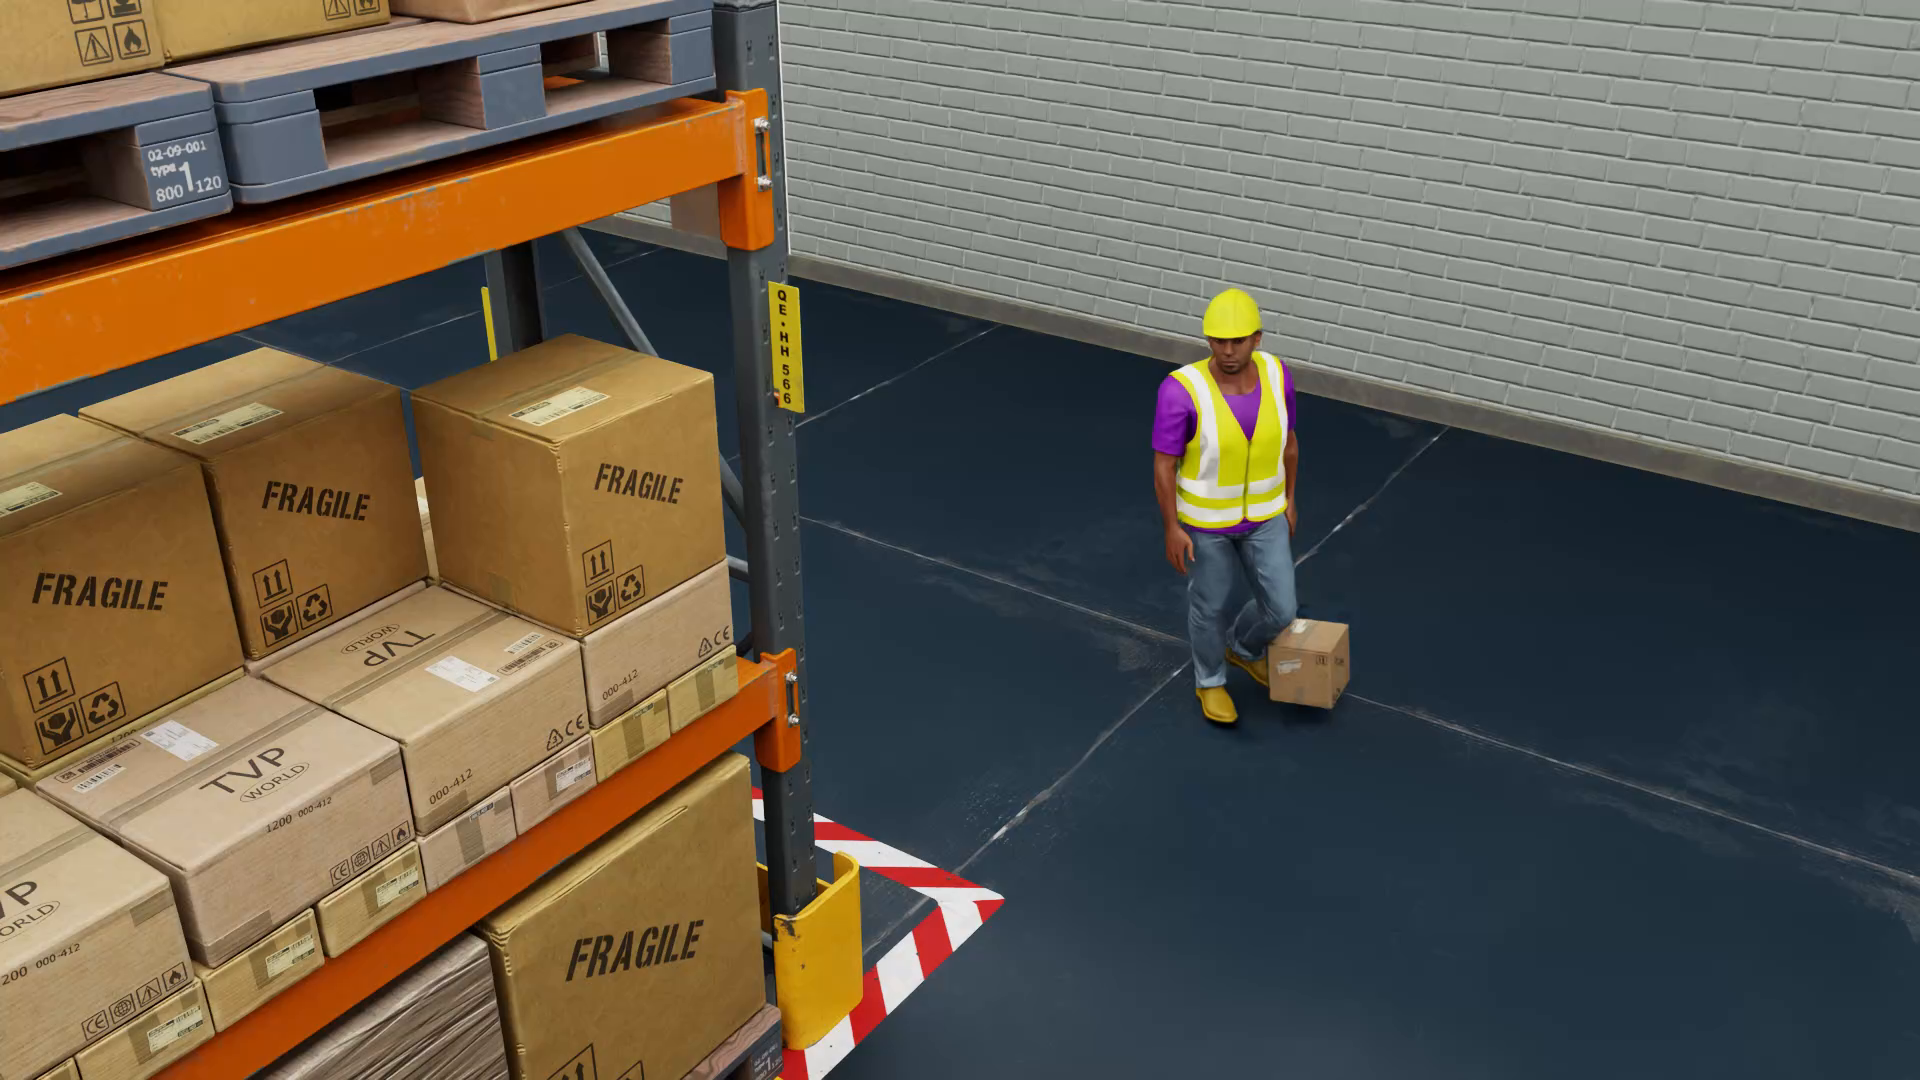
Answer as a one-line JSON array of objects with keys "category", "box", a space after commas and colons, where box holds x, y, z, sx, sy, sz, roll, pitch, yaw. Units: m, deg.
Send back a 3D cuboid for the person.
[{"category": "person", "box": [0.998, -0.080, 6.213, 0.647, 1.754, 0.487, -1, 27, -2]}]
